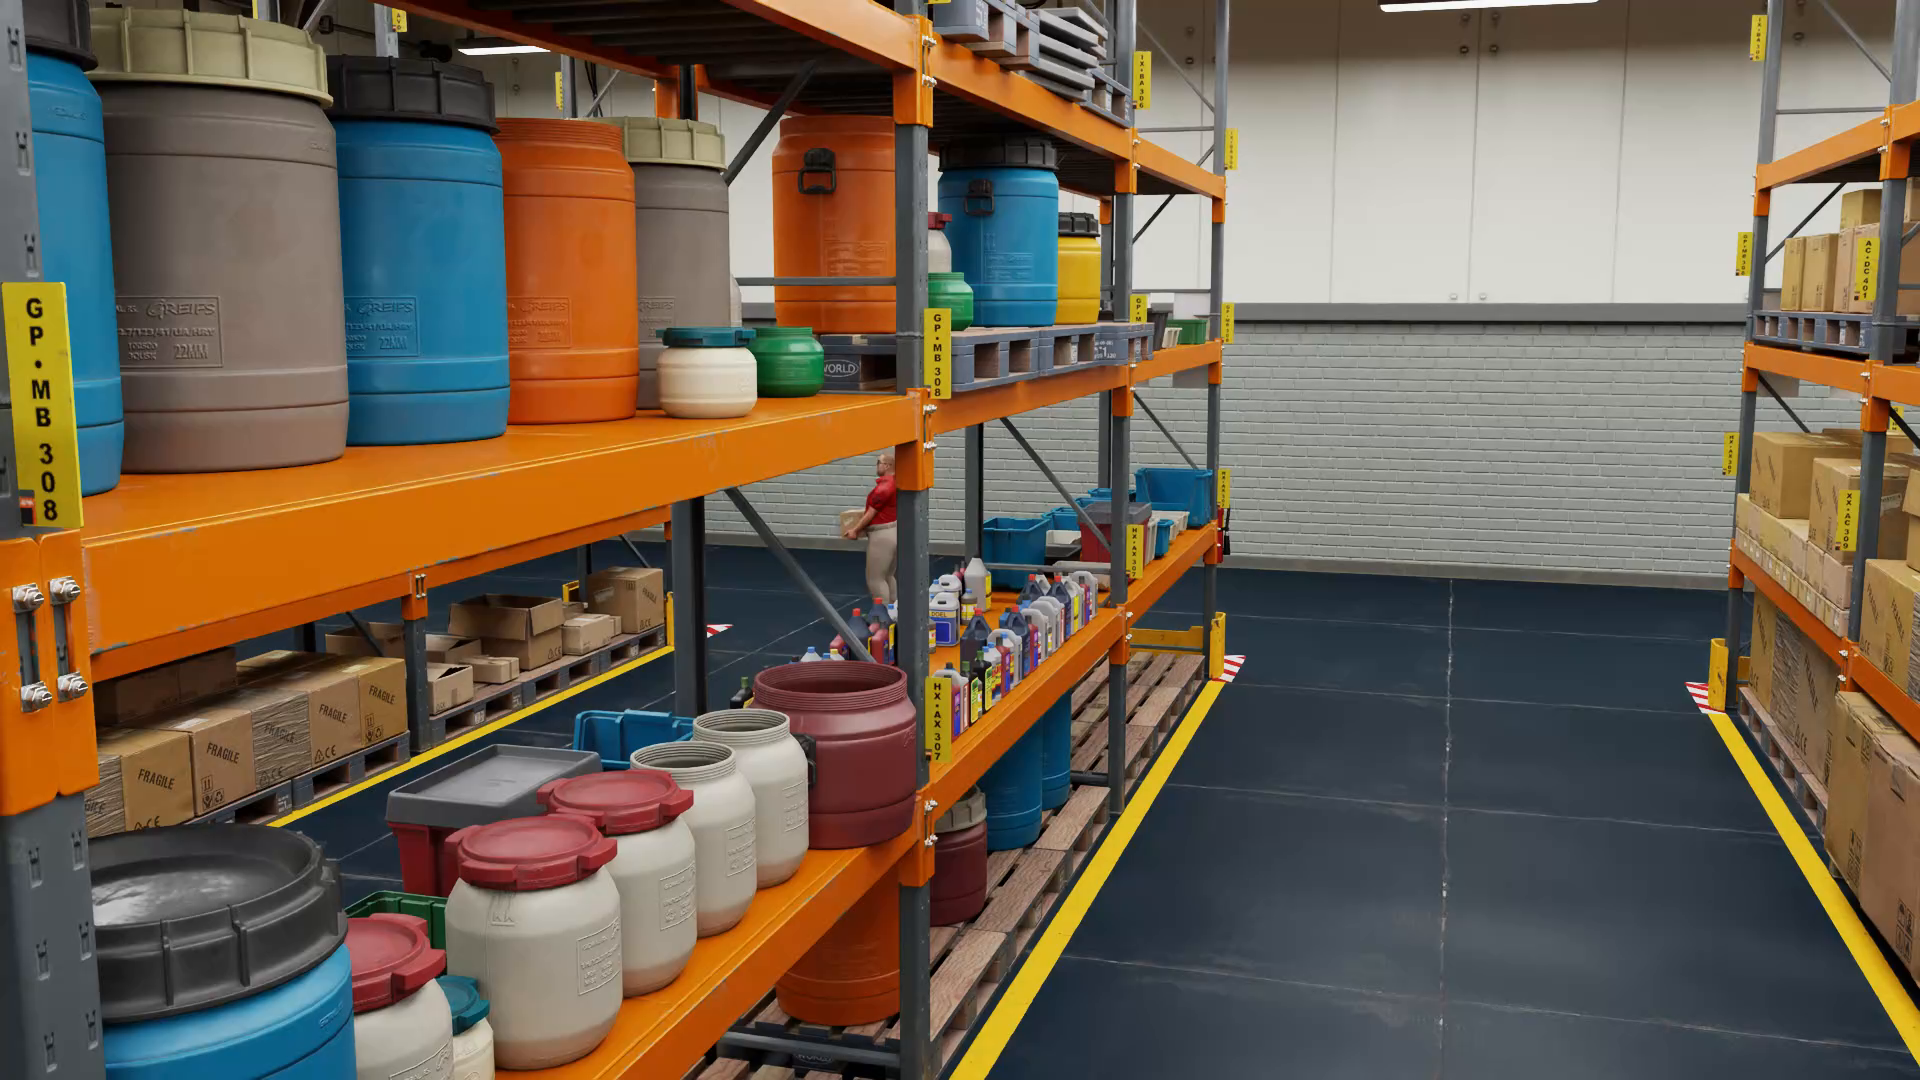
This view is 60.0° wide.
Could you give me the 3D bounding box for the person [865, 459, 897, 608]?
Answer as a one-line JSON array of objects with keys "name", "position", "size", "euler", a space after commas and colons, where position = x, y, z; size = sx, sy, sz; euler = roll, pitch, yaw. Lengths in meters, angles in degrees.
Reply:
[{"name": "person", "position": [-0.734, 0.012, 15.845], "size": [0.363, 1.570, 0.430], "euler": [2, 9, 17]}]
